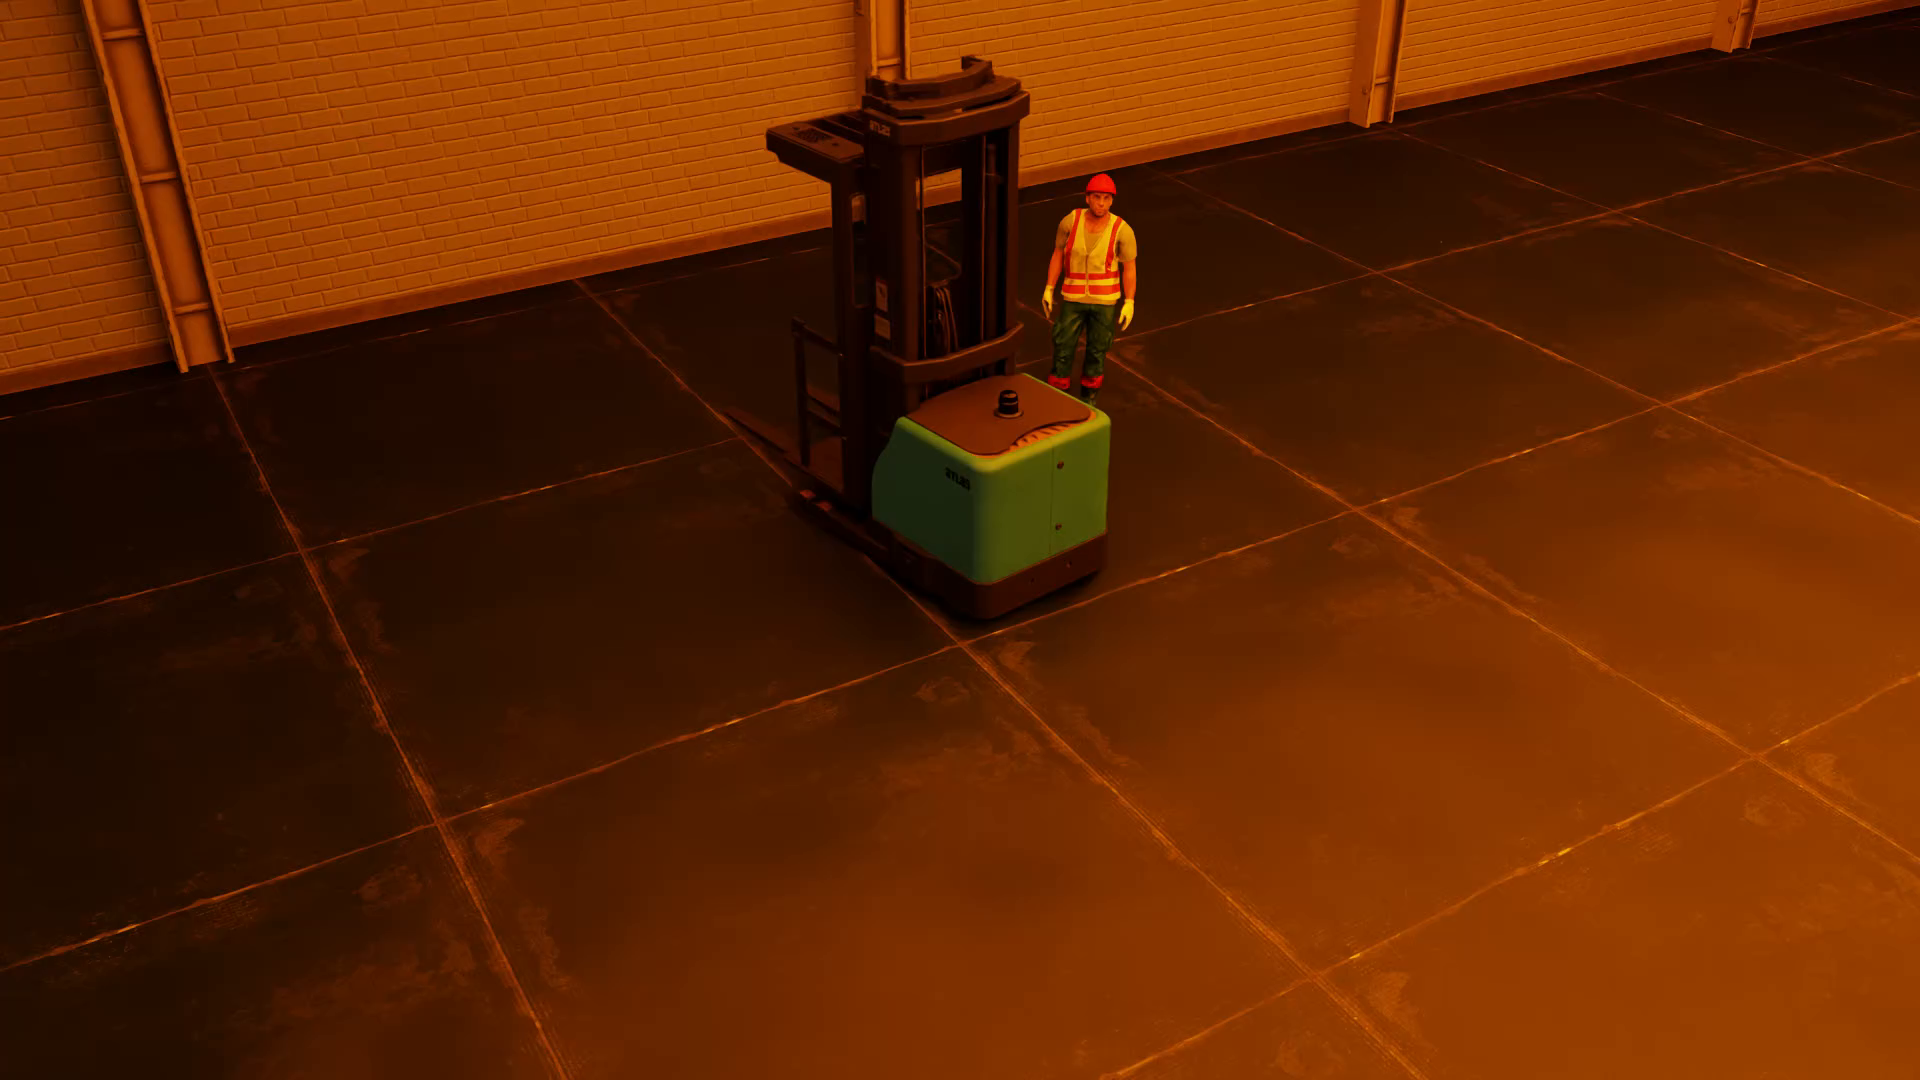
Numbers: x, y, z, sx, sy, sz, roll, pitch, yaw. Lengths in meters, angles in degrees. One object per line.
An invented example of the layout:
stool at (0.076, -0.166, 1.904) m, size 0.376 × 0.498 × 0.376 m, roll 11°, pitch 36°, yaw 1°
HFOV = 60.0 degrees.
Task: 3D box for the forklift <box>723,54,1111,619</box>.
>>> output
forklift at (-0.433, -1.486, 10.128) m, size 1.130 × 2.935 × 3.031 m, roll -23°, pitch 38°, yaw -33°

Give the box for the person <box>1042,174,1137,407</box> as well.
person at (0.872, -1.611, 11.436) m, size 0.639 × 1.788 × 0.561 m, roll 7°, pitch 32°, yaw 11°
